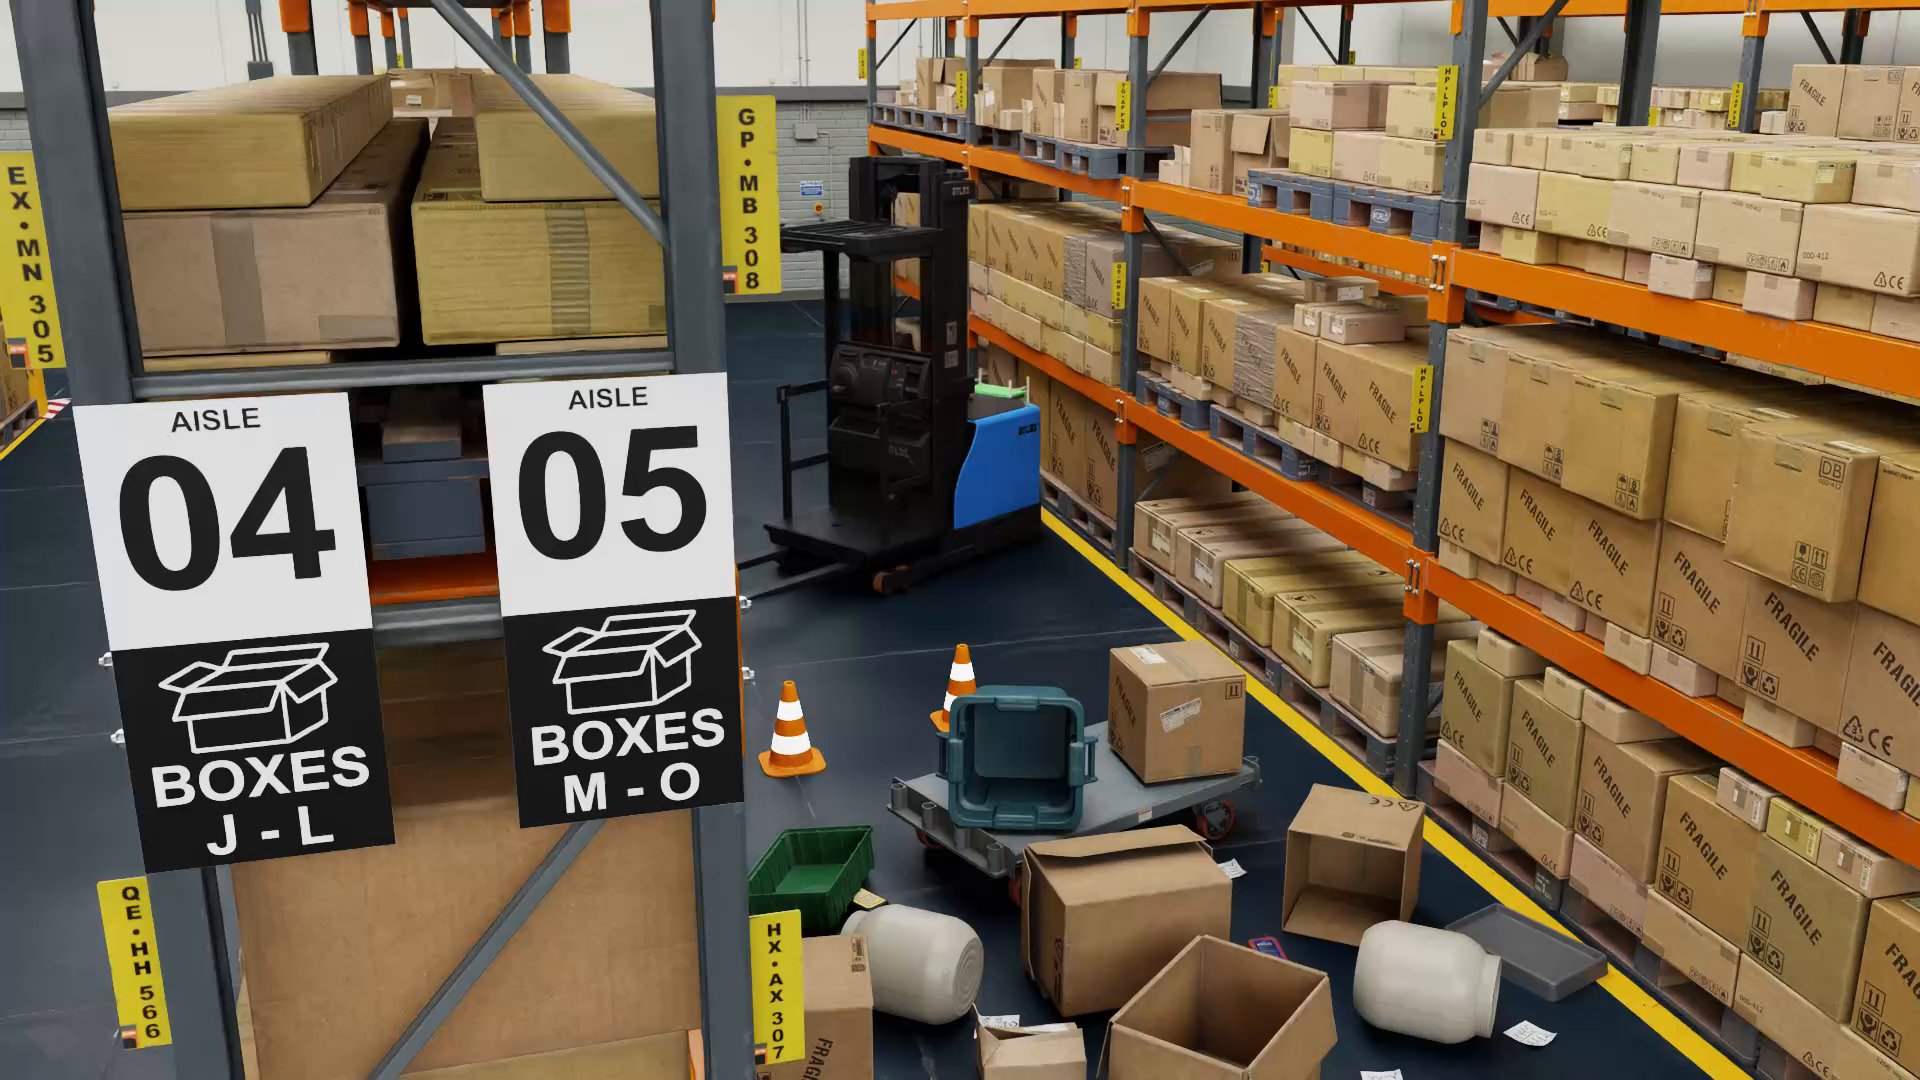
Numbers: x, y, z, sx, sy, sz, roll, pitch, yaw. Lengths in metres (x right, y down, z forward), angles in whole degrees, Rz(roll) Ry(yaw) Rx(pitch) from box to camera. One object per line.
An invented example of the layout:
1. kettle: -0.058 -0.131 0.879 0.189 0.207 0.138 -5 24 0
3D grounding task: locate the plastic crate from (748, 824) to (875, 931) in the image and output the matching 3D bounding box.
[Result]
1. plastic crate: -0.680 1.518 7.471 0.450 0.188 0.662 -6 15 16

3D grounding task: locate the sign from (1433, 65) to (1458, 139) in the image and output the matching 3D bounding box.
1. sign: 2.211 -1.993 7.574 0.100 0.325 0.005 -5 17 -15

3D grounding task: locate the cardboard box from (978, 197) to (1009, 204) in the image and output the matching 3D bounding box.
1. cardboard box: 0.150 -3.013 15.856 0.500 0.500 0.500 -5 17 -16

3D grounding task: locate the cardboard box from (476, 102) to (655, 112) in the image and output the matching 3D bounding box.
1. cardboard box: -0.742 -0.773 3.244 0.380 0.149 0.250 -5 17 -15

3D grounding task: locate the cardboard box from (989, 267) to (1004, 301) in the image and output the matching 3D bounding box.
1. cardboard box: 0.565 -2.259 14.650 0.500 0.250 0.500 -4 17 -14

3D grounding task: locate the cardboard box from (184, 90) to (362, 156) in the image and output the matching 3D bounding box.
1. cardboard box: -1.656 -1.004 4.014 0.380 0.149 0.250 -5 17 -16

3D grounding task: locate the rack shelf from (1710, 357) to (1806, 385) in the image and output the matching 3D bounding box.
1. rack shelf: 6.966 -0.767 11.541 1.077 0.370 4.000 -5 17 -15

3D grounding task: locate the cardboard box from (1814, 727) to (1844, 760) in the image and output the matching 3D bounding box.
1. cardboard box: 3.274 0.691 5.875 0.380 0.149 0.250 -4 17 -14

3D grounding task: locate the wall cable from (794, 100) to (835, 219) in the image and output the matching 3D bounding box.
1. wall cable: -2.126 -5.543 24.372 0.585 1.953 0.123 -5 17 -15

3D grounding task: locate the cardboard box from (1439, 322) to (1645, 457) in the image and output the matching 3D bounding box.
1. cardboard box: 2.656 -0.695 7.623 0.700 0.500 0.500 -5 17 -16

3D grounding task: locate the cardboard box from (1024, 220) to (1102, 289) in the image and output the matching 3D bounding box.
1. cardboard box: 0.840 -2.340 13.616 0.500 0.500 0.500 -5 17 -16

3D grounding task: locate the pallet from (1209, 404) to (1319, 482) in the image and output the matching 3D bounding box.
1. pallet: 2.228 -0.635 10.185 1.003 0.211 1.213 -5 17 -15

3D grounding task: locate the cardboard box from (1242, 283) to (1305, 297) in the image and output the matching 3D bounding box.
1. cardboard box: 2.189 -1.417 11.033 0.500 0.500 0.500 -5 17 -16

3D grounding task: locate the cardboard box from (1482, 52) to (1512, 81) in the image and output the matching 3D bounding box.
1. cardboard box: 5.064 -4.566 16.021 0.396 0.266 0.258 -5 17 -16

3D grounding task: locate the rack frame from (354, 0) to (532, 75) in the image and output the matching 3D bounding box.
1. rack frame: -3.087 -3.725 9.711 1.000 3.000 0.127 -5 17 -15

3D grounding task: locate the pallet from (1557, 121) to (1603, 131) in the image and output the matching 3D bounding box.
1. pallet: 5.717 -3.645 14.985 1.213 0.211 1.003 -5 17 -15

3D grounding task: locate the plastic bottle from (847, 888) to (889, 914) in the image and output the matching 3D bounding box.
1. plastic bottle: -0.461 1.619 7.456 0.283 0.061 0.133 16 23 42

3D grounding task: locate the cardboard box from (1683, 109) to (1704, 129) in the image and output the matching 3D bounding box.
1. cardboard box: 6.035 -3.373 13.319 0.380 0.149 0.250 -5 17 -17

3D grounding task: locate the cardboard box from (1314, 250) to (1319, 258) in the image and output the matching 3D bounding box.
1. cardboard box: 4.353 -3.360 19.361 0.380 0.149 0.250 -4 17 -14

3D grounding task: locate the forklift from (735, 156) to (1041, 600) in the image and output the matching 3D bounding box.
1. forklift: -0.718 -1.179 11.783 1.130 2.935 3.031 14 22 39

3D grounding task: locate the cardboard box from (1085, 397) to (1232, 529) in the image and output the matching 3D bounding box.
1. cardboard box: 1.535 -0.652 12.873 0.875 0.875 0.875 -5 17 -16

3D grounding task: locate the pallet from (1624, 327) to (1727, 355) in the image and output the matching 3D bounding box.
1. pallet: 6.162 -1.755 13.913 1.213 0.211 1.003 -5 17 -15

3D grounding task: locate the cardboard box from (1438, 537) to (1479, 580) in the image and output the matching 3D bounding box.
1. cardboard box: 2.522 0.068 7.948 0.380 0.149 0.250 -5 17 -16

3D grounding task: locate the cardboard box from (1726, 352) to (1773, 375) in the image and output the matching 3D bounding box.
1. cardboard box: 6.303 -1.451 12.828 0.500 0.250 0.500 -5 17 -15

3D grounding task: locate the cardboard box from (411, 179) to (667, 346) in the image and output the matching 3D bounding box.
1. cardboard box: -0.774 -0.549 3.191 0.500 0.250 0.500 -5 17 -15

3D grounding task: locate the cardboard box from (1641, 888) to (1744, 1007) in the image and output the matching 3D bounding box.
1. cardboard box: 3.078 1.567 6.571 0.500 0.250 0.500 -5 18 -17

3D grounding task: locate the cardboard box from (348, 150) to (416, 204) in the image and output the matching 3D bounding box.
1. cardboard box: -1.565 -0.786 3.980 0.500 0.250 0.500 -5 17 -16

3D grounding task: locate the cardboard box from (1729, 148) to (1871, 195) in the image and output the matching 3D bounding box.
1. cardboard box: 3.023 -1.326 5.990 0.380 0.149 0.250 -4 17 -14

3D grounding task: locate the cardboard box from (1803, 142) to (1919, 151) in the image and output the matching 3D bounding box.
1. cardboard box: 3.462 -1.439 6.365 0.380 0.149 0.250 -4 17 -15

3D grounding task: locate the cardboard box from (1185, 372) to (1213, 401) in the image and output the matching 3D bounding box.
1. cardboard box: 1.687 -1.009 10.805 0.380 0.149 0.250 -5 17 -15

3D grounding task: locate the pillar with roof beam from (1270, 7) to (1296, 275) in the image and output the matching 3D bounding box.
1. pillar with roof beam: 0.204 -7.227 21.370 9.100 9.000 0.400 -5 17 -15

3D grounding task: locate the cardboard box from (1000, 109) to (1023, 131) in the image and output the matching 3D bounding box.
1. cardboard box: 0.557 -3.526 13.937 0.380 0.166 0.250 -6 18 -19

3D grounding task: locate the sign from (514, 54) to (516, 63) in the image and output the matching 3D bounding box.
1. sign: -3.654 -3.876 13.844 0.100 0.325 0.005 -5 17 -15

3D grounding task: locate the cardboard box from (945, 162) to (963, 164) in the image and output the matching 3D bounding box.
1. cardboard box: 0.012 -4.032 18.121 0.380 0.149 0.250 -4 17 -14

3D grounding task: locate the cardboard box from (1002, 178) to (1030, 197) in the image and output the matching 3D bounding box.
1. cardboard box: 0.622 -3.392 15.992 0.380 0.149 0.250 -4 17 -14

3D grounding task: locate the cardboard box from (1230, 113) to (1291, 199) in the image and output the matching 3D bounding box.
1. cardboard box: 2.091 -2.337 10.126 0.797 0.503 0.637 -5 17 -15

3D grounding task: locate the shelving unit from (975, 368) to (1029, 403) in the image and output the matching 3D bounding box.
1. shelving unit: 0.277 -0.734 13.308 0.503 1.200 0.258 14 22 39

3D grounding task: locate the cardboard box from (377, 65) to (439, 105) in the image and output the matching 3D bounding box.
1. cardboard box: -3.821 -3.148 11.501 0.396 0.266 0.258 -5 17 -15

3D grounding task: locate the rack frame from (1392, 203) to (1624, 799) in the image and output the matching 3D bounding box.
1. rack frame: 2.744 -0.165 8.286 1.000 3.000 0.127 -5 17 -15

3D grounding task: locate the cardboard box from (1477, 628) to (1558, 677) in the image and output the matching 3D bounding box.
1. cardboard box: 2.623 0.505 7.675 0.380 0.149 0.250 -4 17 -14

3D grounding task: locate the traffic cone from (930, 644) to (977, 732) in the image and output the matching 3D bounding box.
1. traffic cone: 0.016 0.817 9.428 0.336 0.463 0.334 -5 17 -15

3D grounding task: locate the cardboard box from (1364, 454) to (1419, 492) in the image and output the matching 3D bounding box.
1. cardboard box: 2.337 -0.366 8.663 0.380 0.149 0.250 -4 17 -14

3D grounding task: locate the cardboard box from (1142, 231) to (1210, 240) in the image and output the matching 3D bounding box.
1. cardboard box: 1.599 -2.090 12.784 0.500 0.500 0.500 -5 17 -15

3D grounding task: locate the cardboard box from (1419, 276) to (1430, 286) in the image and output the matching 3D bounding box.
1. cardboard box: 4.986 -2.719 17.226 0.380 0.149 0.250 -4 17 -14

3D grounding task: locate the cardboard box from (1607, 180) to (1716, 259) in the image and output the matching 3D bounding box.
1. cardboard box: 2.877 -1.247 6.419 0.500 0.250 0.500 -5 17 -15

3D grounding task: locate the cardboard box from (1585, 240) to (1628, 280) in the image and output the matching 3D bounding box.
1. cardboard box: 2.817 -1.166 6.843 0.380 0.149 0.250 -4 17 -14

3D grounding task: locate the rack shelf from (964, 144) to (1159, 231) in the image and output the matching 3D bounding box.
1. rack shelf: 1.095 -2.916 13.483 1.077 0.370 4.000 -5 17 -15

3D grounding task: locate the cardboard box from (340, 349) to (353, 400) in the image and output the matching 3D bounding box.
1. cardboard box: -1.374 -0.339 3.186 0.380 0.149 0.250 -5 17 -15

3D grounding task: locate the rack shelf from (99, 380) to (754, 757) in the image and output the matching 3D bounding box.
1. rack shelf: -1.438 -0.284 4.720 1.077 0.370 4.000 -5 17 -15

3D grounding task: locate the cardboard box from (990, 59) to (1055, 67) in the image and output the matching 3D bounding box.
1. cardboard box: 0.586 -4.290 15.729 0.500 0.500 0.500 -4 17 -14

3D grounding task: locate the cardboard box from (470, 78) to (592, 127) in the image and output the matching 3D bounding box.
1. cardboard box: -1.375 -1.408 5.358 0.380 0.149 0.250 -4 17 -14
